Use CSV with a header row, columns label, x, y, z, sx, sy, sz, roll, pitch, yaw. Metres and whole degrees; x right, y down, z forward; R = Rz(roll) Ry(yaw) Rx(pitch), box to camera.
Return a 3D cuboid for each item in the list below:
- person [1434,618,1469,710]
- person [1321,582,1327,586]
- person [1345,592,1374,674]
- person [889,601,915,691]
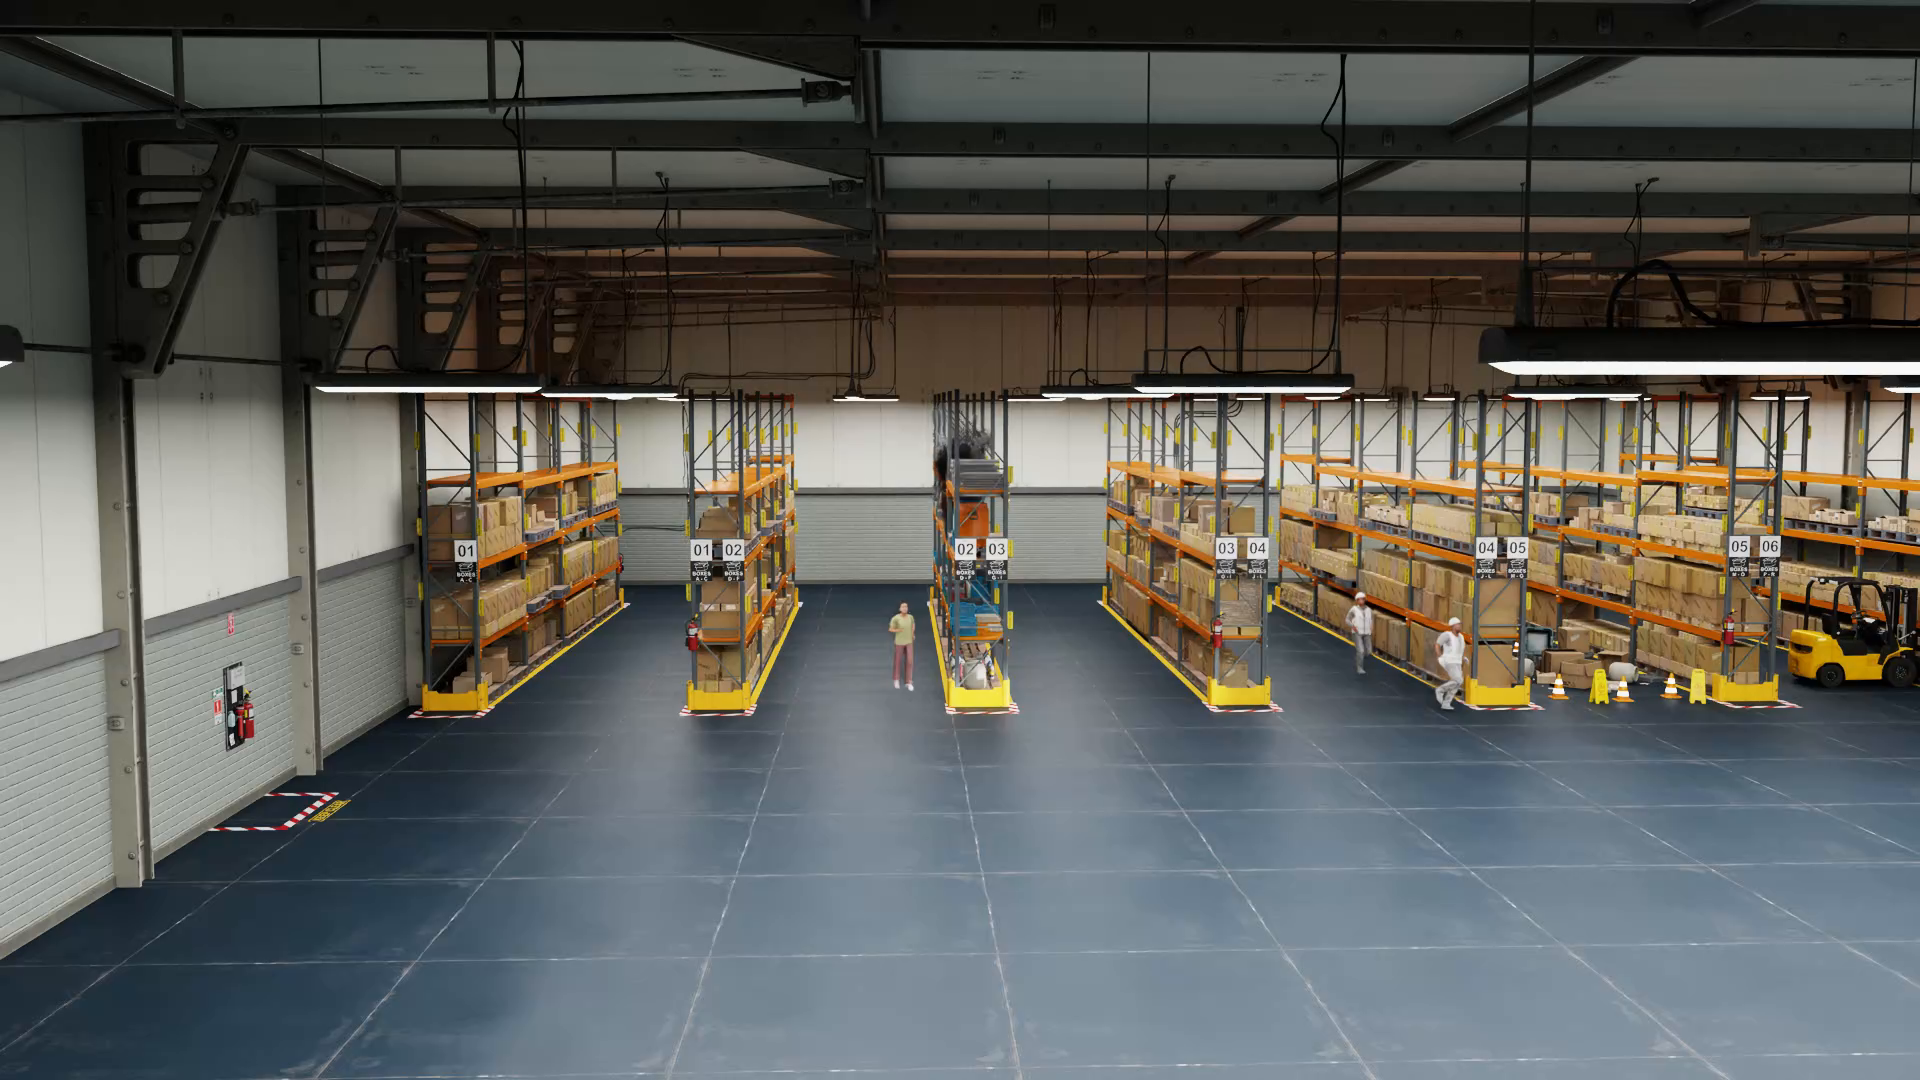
label,x,y,z,sx,sy,sz,roll,pitch,yaw
person,9.291,2.325,31.244,0.715,1.719,0.536,-4,6,-38
person,10.967,0.897,49.005,0.874,1.735,0.600,-1,5,-9
person,8.531,1.974,35.425,0.657,1.721,0.612,-1,5,-10
person,-1.077,2.024,31.880,0.583,1.706,0.879,-2,5,-19
